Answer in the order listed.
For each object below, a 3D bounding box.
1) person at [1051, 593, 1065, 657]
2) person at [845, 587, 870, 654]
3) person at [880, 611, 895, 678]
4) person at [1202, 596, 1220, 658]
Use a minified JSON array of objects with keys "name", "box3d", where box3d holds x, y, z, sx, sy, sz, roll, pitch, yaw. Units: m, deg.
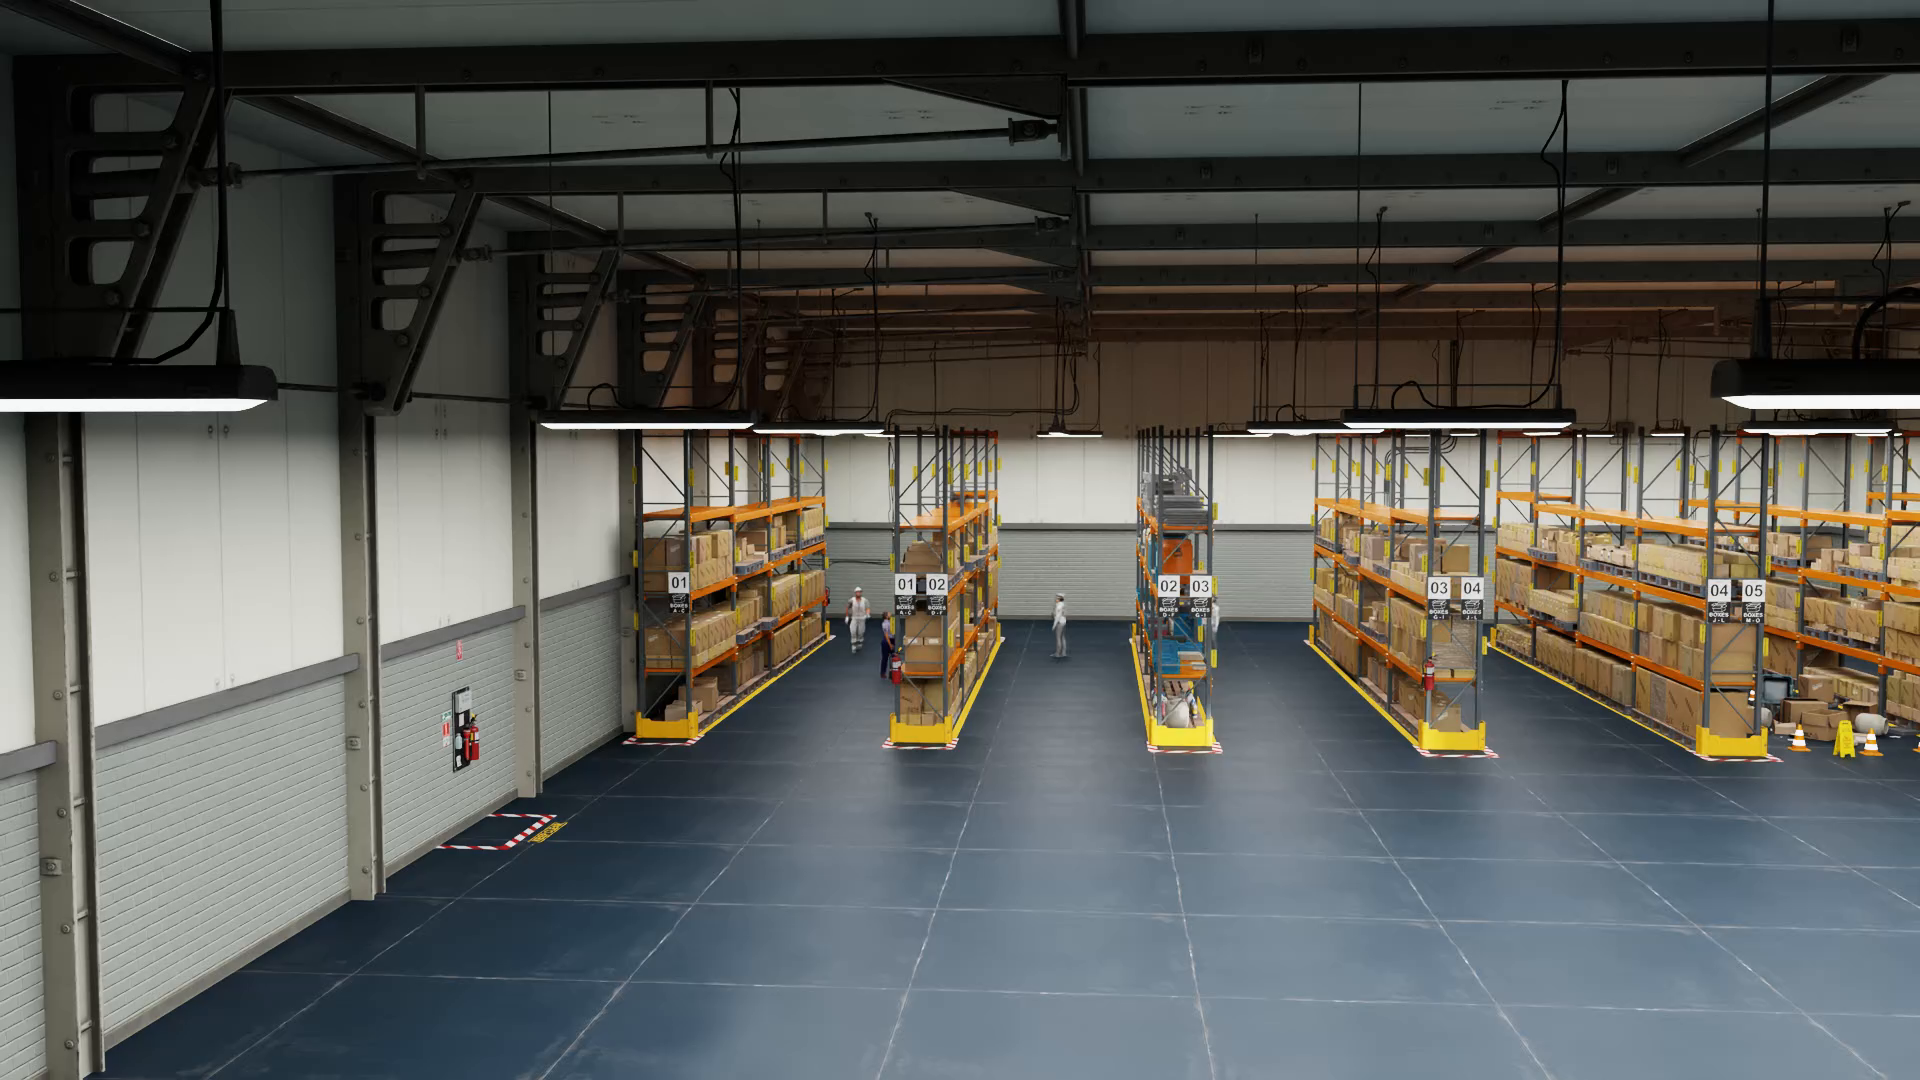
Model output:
[{"name":"person","box3d":[2.587,2.249,43.826,0.381,1.688,0.501,1,4,13]},{"name":"person","box3d":[-2.761,2.186,44.946,0.699,1.812,0.877,0,3,3]},{"name":"person","box3d":[-1.647,2.512,40.069,0.595,1.616,0.544,2,4,32]},{"name":"person","box3d":[6.575,2.262,43.623,0.518,1.712,0.397,2,4,34]}]
